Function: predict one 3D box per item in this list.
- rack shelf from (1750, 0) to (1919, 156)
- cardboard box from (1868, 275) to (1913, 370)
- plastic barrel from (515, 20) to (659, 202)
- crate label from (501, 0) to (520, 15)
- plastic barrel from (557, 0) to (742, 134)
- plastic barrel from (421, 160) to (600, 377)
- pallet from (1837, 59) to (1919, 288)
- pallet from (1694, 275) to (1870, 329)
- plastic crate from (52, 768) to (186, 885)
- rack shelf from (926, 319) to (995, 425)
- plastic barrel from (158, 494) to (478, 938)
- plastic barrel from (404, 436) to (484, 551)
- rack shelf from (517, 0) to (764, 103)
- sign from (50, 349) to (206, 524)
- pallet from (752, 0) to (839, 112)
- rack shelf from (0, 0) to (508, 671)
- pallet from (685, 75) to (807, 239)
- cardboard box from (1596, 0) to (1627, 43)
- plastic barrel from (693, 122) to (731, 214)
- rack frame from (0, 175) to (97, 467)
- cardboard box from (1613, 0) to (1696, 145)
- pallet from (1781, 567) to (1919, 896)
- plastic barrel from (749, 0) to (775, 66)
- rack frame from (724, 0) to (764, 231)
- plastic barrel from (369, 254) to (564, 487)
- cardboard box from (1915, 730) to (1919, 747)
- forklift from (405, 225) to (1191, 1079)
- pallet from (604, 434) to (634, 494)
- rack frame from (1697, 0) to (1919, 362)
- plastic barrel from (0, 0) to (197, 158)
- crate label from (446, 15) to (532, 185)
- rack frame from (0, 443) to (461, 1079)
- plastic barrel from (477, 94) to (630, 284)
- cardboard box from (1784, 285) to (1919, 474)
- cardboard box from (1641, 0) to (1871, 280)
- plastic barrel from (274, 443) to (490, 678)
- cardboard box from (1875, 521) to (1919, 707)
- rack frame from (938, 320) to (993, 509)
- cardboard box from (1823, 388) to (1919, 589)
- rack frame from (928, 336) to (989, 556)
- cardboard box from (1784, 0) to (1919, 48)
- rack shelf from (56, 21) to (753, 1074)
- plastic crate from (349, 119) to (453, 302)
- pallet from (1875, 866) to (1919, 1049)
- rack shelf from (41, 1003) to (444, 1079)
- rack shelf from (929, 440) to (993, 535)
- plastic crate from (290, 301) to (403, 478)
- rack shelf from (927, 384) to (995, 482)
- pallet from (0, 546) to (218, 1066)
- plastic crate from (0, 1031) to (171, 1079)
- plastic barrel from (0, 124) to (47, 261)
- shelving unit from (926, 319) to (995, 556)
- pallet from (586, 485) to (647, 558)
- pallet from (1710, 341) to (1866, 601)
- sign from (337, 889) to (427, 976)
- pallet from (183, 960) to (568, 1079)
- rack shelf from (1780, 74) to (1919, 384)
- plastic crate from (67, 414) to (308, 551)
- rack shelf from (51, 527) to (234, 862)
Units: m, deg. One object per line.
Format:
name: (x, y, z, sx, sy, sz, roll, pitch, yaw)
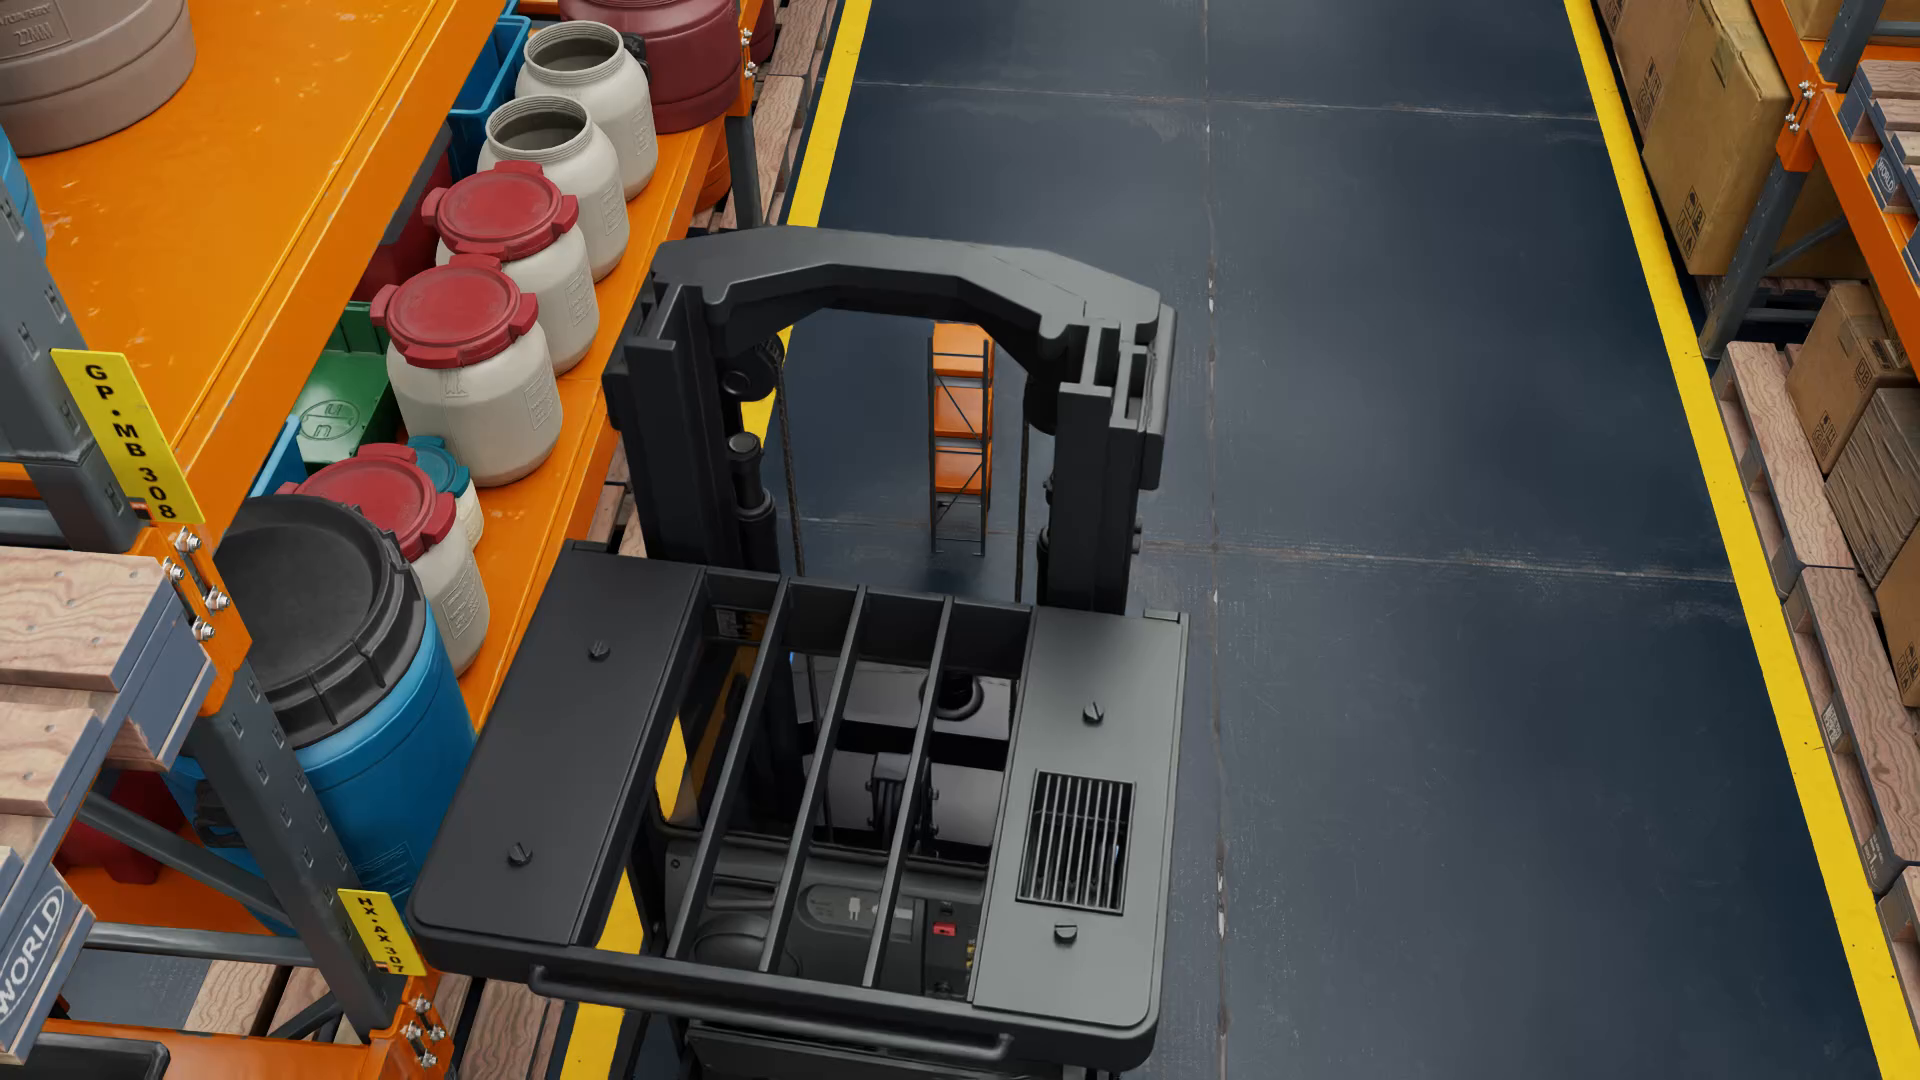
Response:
rack shelf: (3.784, -3.000, 7.449, 1.077, 0.370, 4.000, 4, 48, 4)
cardboard box: (3.571, -0.837, 5.870, 0.500, 0.250, 0.500, 6, 48, 5)
plastic barrel: (-1.211, -1.374, 5.398, 0.421, 0.512, 0.421, 0, 48, 0)
crate label: (-1.742, -1.766, 5.945, 0.303, 0.233, 0.416, 4, 48, 4)
plastic barrel: (-1.071, -1.791, 5.763, 0.600, 0.536, 0.708, 4, 48, 4)
plastic barrel: (-1.283, -0.758, 4.819, 0.433, 0.535, 0.433, 0, 48, 0)
pallet: (3.643, -1.178, 5.424, 1.213, 0.211, 1.003, 4, 48, 4)
pallet: (3.749, -1.406, 7.393, 1.003, 0.211, 1.213, 4, 48, 4)
plastic crate: (-1.955, 0.435, 3.776, 0.402, 0.464, 0.583, 4, 48, 4)
rack shelf: (0.005, -0.578, 5.697, 0.215, 0.259, 0.240, 4, 48, 4)
plastic barrel: (-1.358, 0.400, 3.511, 0.600, 0.901, 0.708, 4, 48, 4)
plastic barrel: (-1.421, -0.083, 4.387, 0.301, 0.262, 0.301, 0, 48, 0)
rack shelf: (-1.148, -3.333, 7.753, 1.077, 0.370, 4.000, 4, 48, 4)
sign: (-1.148, -0.137, 2.304, 0.100, 0.325, 0.005, 4, 48, 4)
pallet: (-1.186, -2.641, 8.523, 1.003, 0.211, 1.213, 4, 48, 4)
rack shelf: (-1.512, -1.406, 3.958, 1.077, 0.370, 4.000, 4, 48, 4)
pallet: (-1.300, -1.747, 7.705, 1.003, 0.211, 1.213, 4, 48, 4)
cardboard box: (3.848, -3.009, 8.125, 1.225, 0.875, 0.875, 2, 48, 2)
plastic barrel: (-1.303, -1.876, 7.119, 0.600, 0.830, 0.708, 4, 48, 4)
rack frame: (-1.695, -1.192, 1.242, 1.000, 3.000, 0.127, 4, 48, 4)
cardboard box: (3.775, -2.358, 7.529, 1.225, 0.875, 0.875, 4, 48, 4)
pallet: (3.416, 0.636, 5.525, 1.003, 0.211, 1.213, 4, 48, 4)
plastic barrel: (-1.200, -2.625, 7.967, 0.600, 0.588, 0.708, 4, 48, 4)
rack frame: (-1.330, -2.106, 6.144, 1.000, 3.000, 0.127, 4, 48, 4)
plastic barrel: (-1.322, -0.440, 4.528, 0.433, 0.535, 0.433, 0, 48, 0)
cardboard box: (3.428, 0.651, 5.018, 0.700, 0.500, 0.500, 0, 48, 0)
forklift: (-0.198, 0.975, 3.372, 1.130, 2.935, 3.031, 7, 48, 6)
pallet: (-1.439, -0.599, 6.654, 1.003, 0.211, 1.213, 4, 48, 4)
rack frame: (3.602, -1.773, 5.839, 1.000, 3.000, 0.127, 4, 48, 4)
plastic barrel: (-1.805, -1.217, 2.958, 0.600, 0.901, 0.600, 0, 48, 0)
crate label: (-1.690, -1.406, 5.480, 0.502, 0.435, 0.616, 4, 48, 4)
rack frame: (-1.695, 0.833, 3.455, 1.000, 3.000, 0.127, 4, 48, 4)
plastic barrel: (-1.250, -1.064, 5.115, 0.421, 0.512, 0.421, 0, 48, 0)
cardboard box: (3.561, -0.584, 6.148, 0.700, 0.500, 0.500, 2, 48, 1)
cardboard box: (3.686, -1.704, 6.931, 1.225, 0.875, 0.875, 2, 48, 2)
plastic barrel: (-1.389, 0.099, 4.035, 0.433, 0.535, 0.433, 0, 48, 0)
cardboard box: (3.478, 0.241, 5.393, 0.700, 0.500, 0.500, 7, 48, 7)
rack frame: (0.016, -0.483, 5.981, 0.200, 1.050, 0.008, 4, 48, 4)
cardboard box: (3.523, -0.176, 5.774, 0.700, 0.500, 0.500, 0, 48, 0)
rack frame: (-0.006, -0.304, 5.817, 0.200, 1.050, 0.008, 4, 48, 4)
cardboard box: (3.400, -2.186, 6.149, 0.500, 0.500, 0.500, 5, 48, 5)
rack shelf: (-1.512, -0.394, 5.065, 1.077, 0.370, 4.000, 4, 48, 4)
plastic crate: (-1.782, -0.961, 5.053, 0.402, 0.464, 0.583, 4, 48, 4)
pallet: (3.307, 1.535, 4.703, 1.003, 0.211, 1.213, 4, 48, 4)
rack shelf: (-1.877, 2.545, 2.377, 1.077, 0.370, 4.000, 4, 48, 4)
rack shelf: (0.005, -0.199, 6.111, 0.215, 0.259, 0.240, 4, 48, 4)
plastic crate: (-1.817, -0.394, 4.721, 0.450, 0.188, 0.662, 4, 48, 4)
rack shelf: (0.005, -0.386, 5.906, 0.215, 0.259, 0.240, 4, 48, 4)
pallet: (-1.663, 0.421, 1.927, 1.213, 0.211, 1.003, 4, 48, 4)
plastic crate: (-1.869, 1.230, 3.134, 0.767, 0.338, 0.504, 4, 48, 4)
plastic barrel: (-1.865, -0.737, 2.519, 0.600, 0.901, 0.708, 4, 48, 4)
shelving unit: (0.005, -0.394, 5.899, 0.215, 1.050, 0.252, 4, 48, 4)
pallet: (-1.553, 0.295, 5.837, 1.003, 0.211, 1.213, 4, 48, 4)
pallet: (3.529, -0.258, 6.343, 1.003, 0.211, 1.213, 4, 48, 4)
sign: (-1.148, 0.785, 3.312, 0.100, 0.325, 0.005, 4, 48, 4)
pallet: (-1.662, 1.194, 5.015, 1.003, 0.211, 1.213, 4, 48, 4)
rack shelf: (3.420, -0.061, 4.760, 1.077, 0.370, 4.000, 4, 48, 4)
plastic crate: (-1.904, 0.007, 4.222, 0.392, 0.384, 0.575, 4, 48, 4)
rack shelf: (-1.877, 1.533, 1.270, 1.077, 0.370, 4.000, 4, 48, 4)
